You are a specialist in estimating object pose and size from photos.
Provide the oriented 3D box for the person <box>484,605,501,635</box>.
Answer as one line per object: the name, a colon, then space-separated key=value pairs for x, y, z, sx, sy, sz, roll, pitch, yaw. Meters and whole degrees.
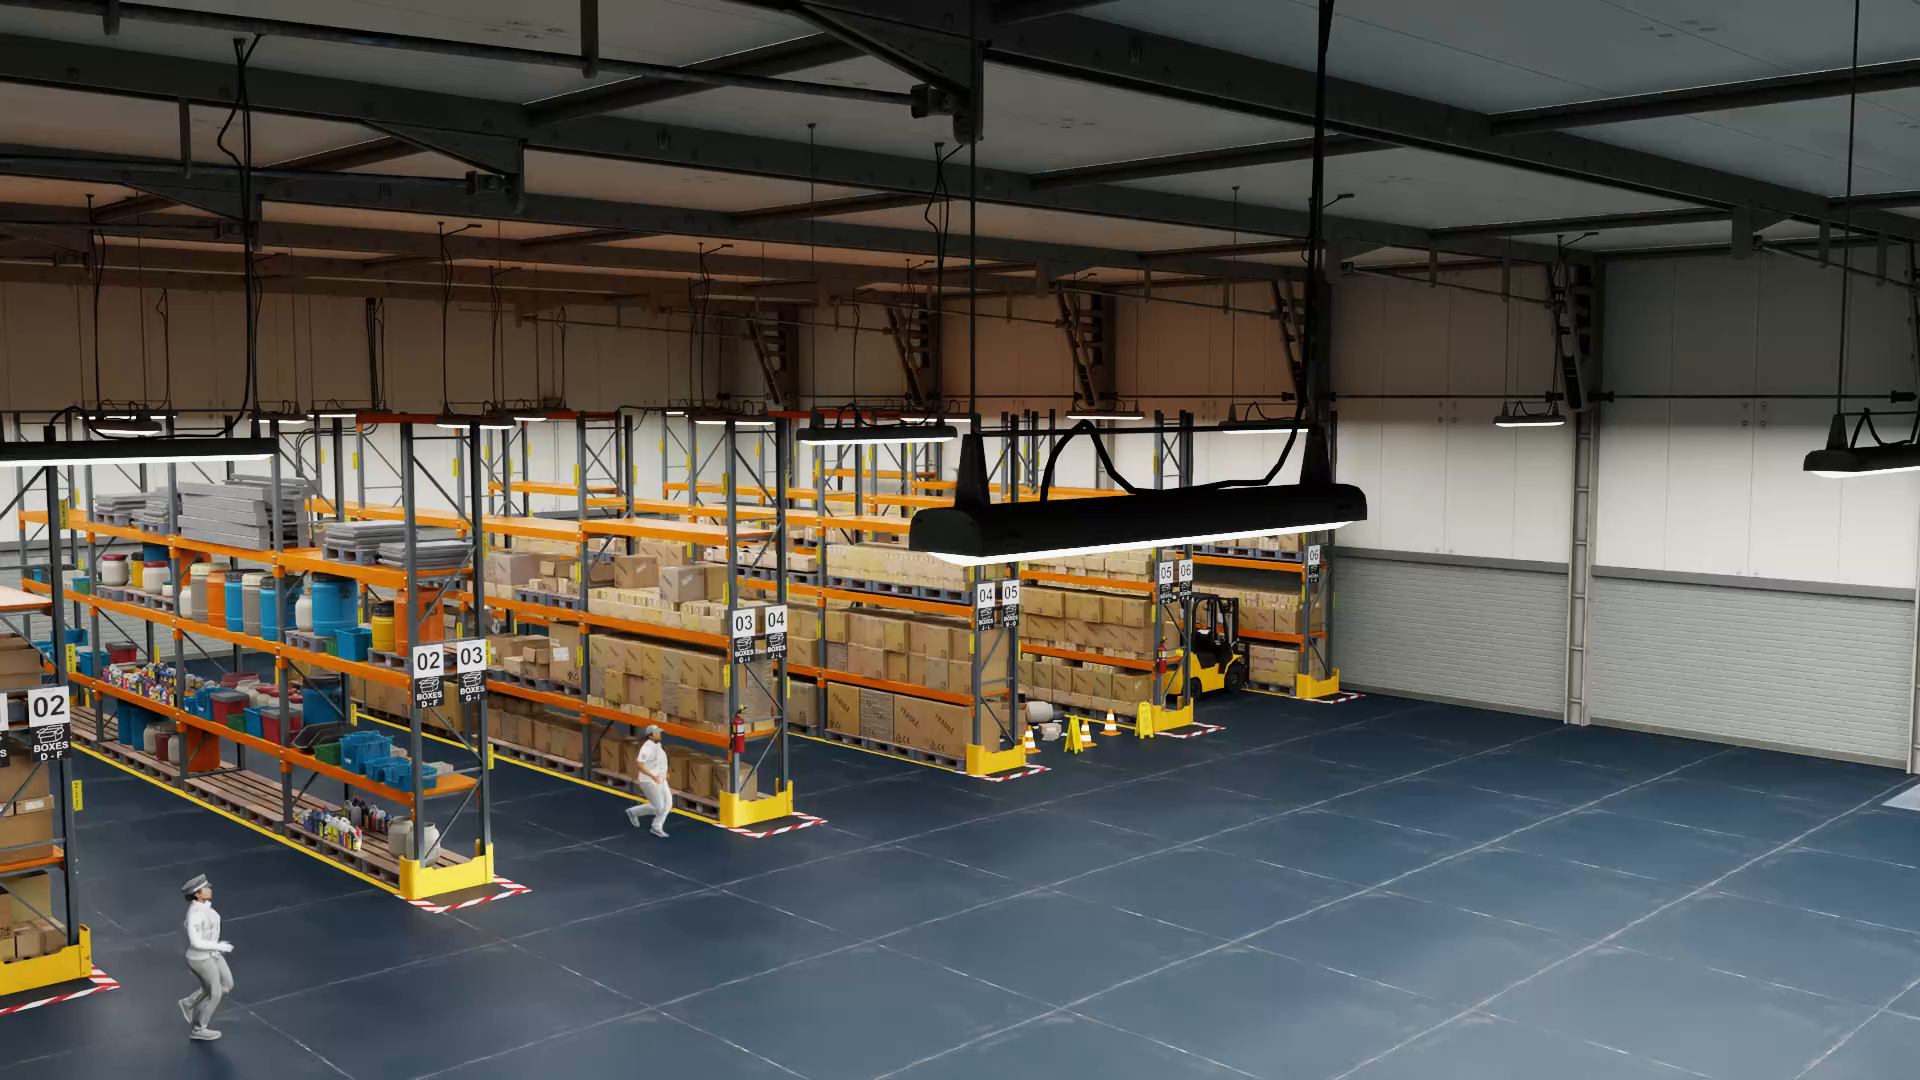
person: x=-10.422 y=2.280 z=36.665 sx=0.647 sy=1.740 sz=0.584 roll=-3 pitch=6 yaw=-33

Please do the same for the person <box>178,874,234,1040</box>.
person: x=-7.410 y=4.092 z=16.356 sx=0.524 sy=1.658 sz=0.612 roll=-1 pitch=5 yaw=-17

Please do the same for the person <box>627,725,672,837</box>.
person: x=-4.466 y=3.468 z=23.936 sx=0.616 sy=1.646 sz=0.618 roll=1 pitch=5 yaw=12
